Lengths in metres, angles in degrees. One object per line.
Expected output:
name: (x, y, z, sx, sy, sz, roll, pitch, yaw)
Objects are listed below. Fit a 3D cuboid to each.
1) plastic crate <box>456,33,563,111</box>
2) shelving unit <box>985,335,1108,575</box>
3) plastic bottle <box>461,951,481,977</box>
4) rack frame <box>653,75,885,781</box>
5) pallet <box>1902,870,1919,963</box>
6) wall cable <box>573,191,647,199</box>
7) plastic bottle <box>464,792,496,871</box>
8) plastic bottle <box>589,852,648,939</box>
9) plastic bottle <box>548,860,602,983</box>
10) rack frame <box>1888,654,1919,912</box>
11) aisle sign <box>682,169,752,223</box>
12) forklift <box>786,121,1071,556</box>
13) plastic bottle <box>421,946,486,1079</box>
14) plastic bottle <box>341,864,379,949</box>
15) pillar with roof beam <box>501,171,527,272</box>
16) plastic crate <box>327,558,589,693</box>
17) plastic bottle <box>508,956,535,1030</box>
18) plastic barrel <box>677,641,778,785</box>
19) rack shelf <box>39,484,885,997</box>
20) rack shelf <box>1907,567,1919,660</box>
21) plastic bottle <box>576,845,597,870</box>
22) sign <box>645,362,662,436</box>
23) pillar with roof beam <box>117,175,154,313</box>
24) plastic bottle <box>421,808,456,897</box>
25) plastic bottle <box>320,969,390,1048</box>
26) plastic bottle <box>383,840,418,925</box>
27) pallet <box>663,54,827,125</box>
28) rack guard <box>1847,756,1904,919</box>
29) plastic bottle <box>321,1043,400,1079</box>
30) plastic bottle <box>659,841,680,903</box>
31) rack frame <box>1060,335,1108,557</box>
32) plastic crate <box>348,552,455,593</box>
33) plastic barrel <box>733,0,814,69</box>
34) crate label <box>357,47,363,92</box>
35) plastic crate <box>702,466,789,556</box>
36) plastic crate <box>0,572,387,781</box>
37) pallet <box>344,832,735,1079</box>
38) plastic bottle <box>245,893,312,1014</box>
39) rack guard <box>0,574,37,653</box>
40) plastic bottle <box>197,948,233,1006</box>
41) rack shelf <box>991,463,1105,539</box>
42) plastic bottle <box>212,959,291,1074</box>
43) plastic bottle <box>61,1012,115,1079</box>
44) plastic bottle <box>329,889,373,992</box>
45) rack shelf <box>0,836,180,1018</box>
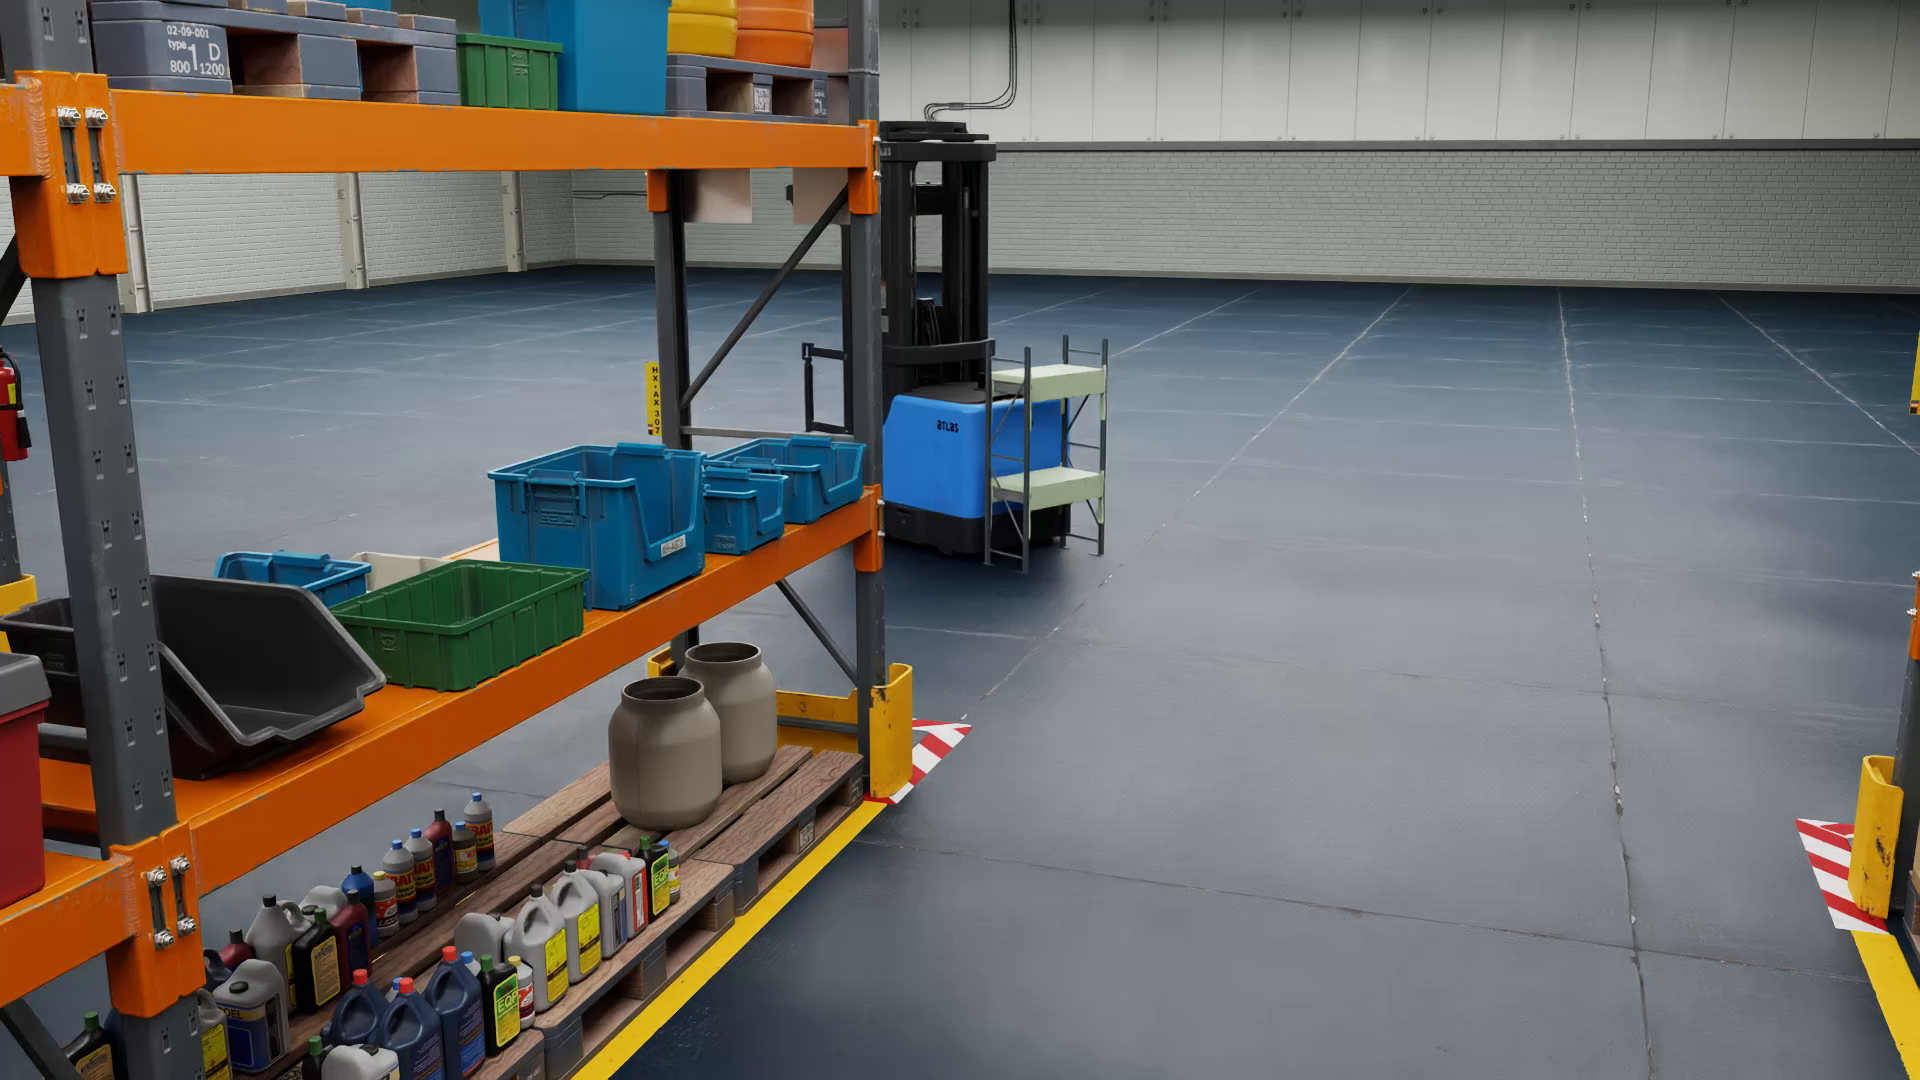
plastic crate: (-1.347, -1.277, 4.578, 0.336, 0.188, 0.450, 4, 14, 18)
shelving unit: (0.580, -0.591, 11.207, 0.755, 1.500, 0.431, -12, 17, -41)
plastic bottle: (-1.388, 1.297, 4.709, 0.097, 0.271, 0.097, 0, 13, 0)
rack frame: (-0.821, -0.448, 7.209, 1.000, 3.000, 0.127, 4, 14, 18)
pallet: (3.657, 1.433, 5.234, 1.003, 0.211, 1.213, 4, 14, 18)
wall cable: (-8.750, -10.045, 42.754, 3.097, 2.526, 0.112, 4, 14, 18)
plastic bottle: (-1.703, 1.027, 5.889, 0.097, 0.271, 0.097, 0, 13, 0)
plastic bottle: (-1.108, 1.135, 5.406, 0.152, 0.276, 0.135, 4, 14, 19)
plastic bottle: (-1.203, 1.163, 5.116, 0.144, 0.351, 0.185, 5, 14, 21)
rack frame: (3.864, -0.090, 5.643, 1.000, 3.000, 0.127, 4, 14, 18)
aisle sign: (-1.075, -1.751, 7.078, 0.394, 0.787, 0.004, 4, 14, 18)
forklift: (-0.575, -1.585, 12.345, 1.130, 2.935, 3.031, -12, 17, -41)
plastic bottle: (-1.401, 1.292, 4.552, 0.144, 0.351, 0.185, 4, 13, 16)
plastic bottle: (-1.912, 1.163, 5.294, 0.097, 0.271, 0.097, 0, 13, 0)
pillar with roof beam: (-6.881, -10.724, 38.750, 9.100, 9.000, 0.548, 4, 14, 18)
plastic crate: (-1.409, 0.232, 4.705, 0.450, 0.188, 0.662, 4, 14, 18)
plastic bottle: (-1.287, 1.307, 4.823, 0.097, 0.201, 0.097, 0, 13, 0)
plastic barrel: (-0.962, 0.705, 6.807, 0.421, 0.512, 0.421, 0, 13, 0)
rack shelf: (-1.468, 0.324, 5.444, 1.077, 0.370, 4.000, 4, 14, 18)
rack shelf: (3.217, 0.682, 3.878, 1.077, 0.370, 4.000, 4, 14, 18)
plastic bottle: (-1.209, 1.124, 5.439, 0.061, 0.283, 0.133, 4, 14, 18)
sign: (-1.340, -0.623, 7.355, 0.100, 0.325, 0.005, 4, 14, 18)
pillar with roof beam: (-10.763, -8.197, 27.680, 9.100, 9.000, 0.400, 4, 14, 18)
plastic bottle: (-1.793, 1.068, 5.685, 0.061, 0.283, 0.133, 5, 14, 19)
plastic bottle: (-1.598, 1.321, 4.424, 0.144, 0.351, 0.185, 4, 14, 18)
plastic bottle: (-1.846, 1.120, 5.480, 0.097, 0.271, 0.097, 0, 13, 0)
pallet: (-1.181, -1.651, 6.163, 1.003, 0.211, 1.213, 4, 14, 18)
rack guard: (3.872, 1.123, 5.943, 1.175, 0.500, 0.348, 4, 14, 18)
plastic bottle: (-1.519, 1.402, 4.235, 0.152, 0.276, 0.135, 5, 14, 20)
plastic bottle: (-1.001, 1.120, 5.638, 0.097, 0.201, 0.097, 0, 13, 0)
rack frame: (0.849, -0.646, 11.449, 0.023, 1.500, 0.400, -12, 17, -41)
plastic crate: (-1.830, 0.163, 5.126, 0.530, 0.136, 0.437, 4, 14, 18)
plastic barrel: (-0.858, -2.213, 6.292, 0.600, 0.830, 0.708, 4, 14, 18)
crate label: (-1.739, -1.467, 5.269, 0.502, 0.251, 0.408, 4, 14, 18)
plastic crate: (-0.916, -0.112, 6.072, 0.499, 0.251, 0.408, 4, 14, 18)
plastic crate: (-1.826, 0.324, 3.968, 0.767, 0.338, 0.504, 4, 14, 18)
pallet: (-1.466, 1.358, 5.564, 1.003, 0.211, 1.213, 4, 14, 18)
plastic bottle: (-2.013, 1.207, 4.924, 0.144, 0.351, 0.185, 4, 14, 18)
rack guard: (-5.532, 0.430, 8.979, 1.175, 0.500, 0.348, 4, 14, 18)
plastic bottle: (-2.118, 1.275, 4.626, 0.144, 0.351, 0.185, 4, 13, 16)
rack shelf: (0.580, -0.273, 11.280, 0.720, 0.370, 0.431, -12, 17, -41)
plastic bottle: (-1.969, 1.317, 4.611, 0.152, 0.276, 0.135, 4, 14, 18)
plastic bottle: (-2.272, 1.379, 4.320, 0.061, 0.283, 0.133, 5, 14, 21)
plastic bottle: (-1.856, 1.213, 5.048, 0.061, 0.283, 0.133, 4, 14, 18)
rack shelf: (-2.763, 1.166, 1.754, 1.077, 0.370, 4.000, 4, 14, 18)
